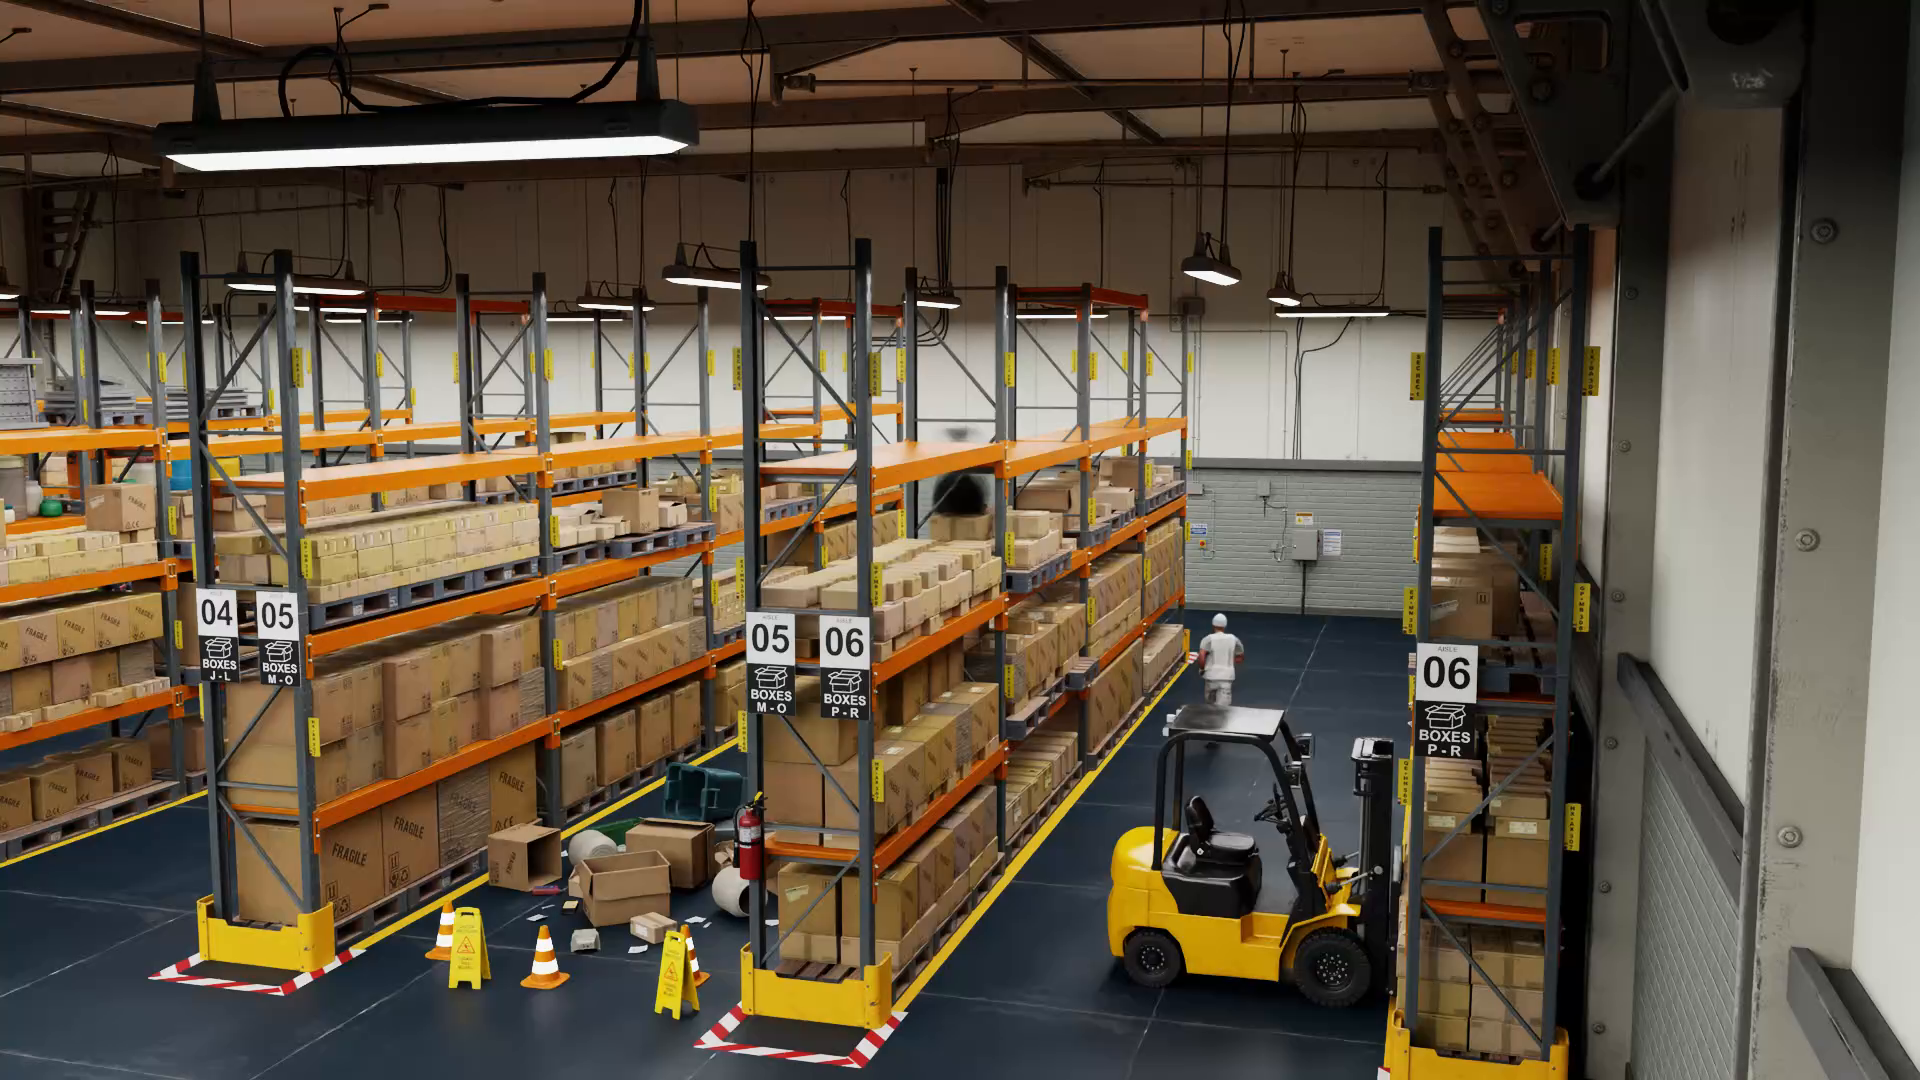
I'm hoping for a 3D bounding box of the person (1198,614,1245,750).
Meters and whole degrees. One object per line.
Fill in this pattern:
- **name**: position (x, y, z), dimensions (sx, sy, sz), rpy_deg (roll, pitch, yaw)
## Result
- **person**: position (3.409, 1.859, 21.682), dimensions (0.622, 1.754, 0.864), rpy_deg (1, 6, 5)
